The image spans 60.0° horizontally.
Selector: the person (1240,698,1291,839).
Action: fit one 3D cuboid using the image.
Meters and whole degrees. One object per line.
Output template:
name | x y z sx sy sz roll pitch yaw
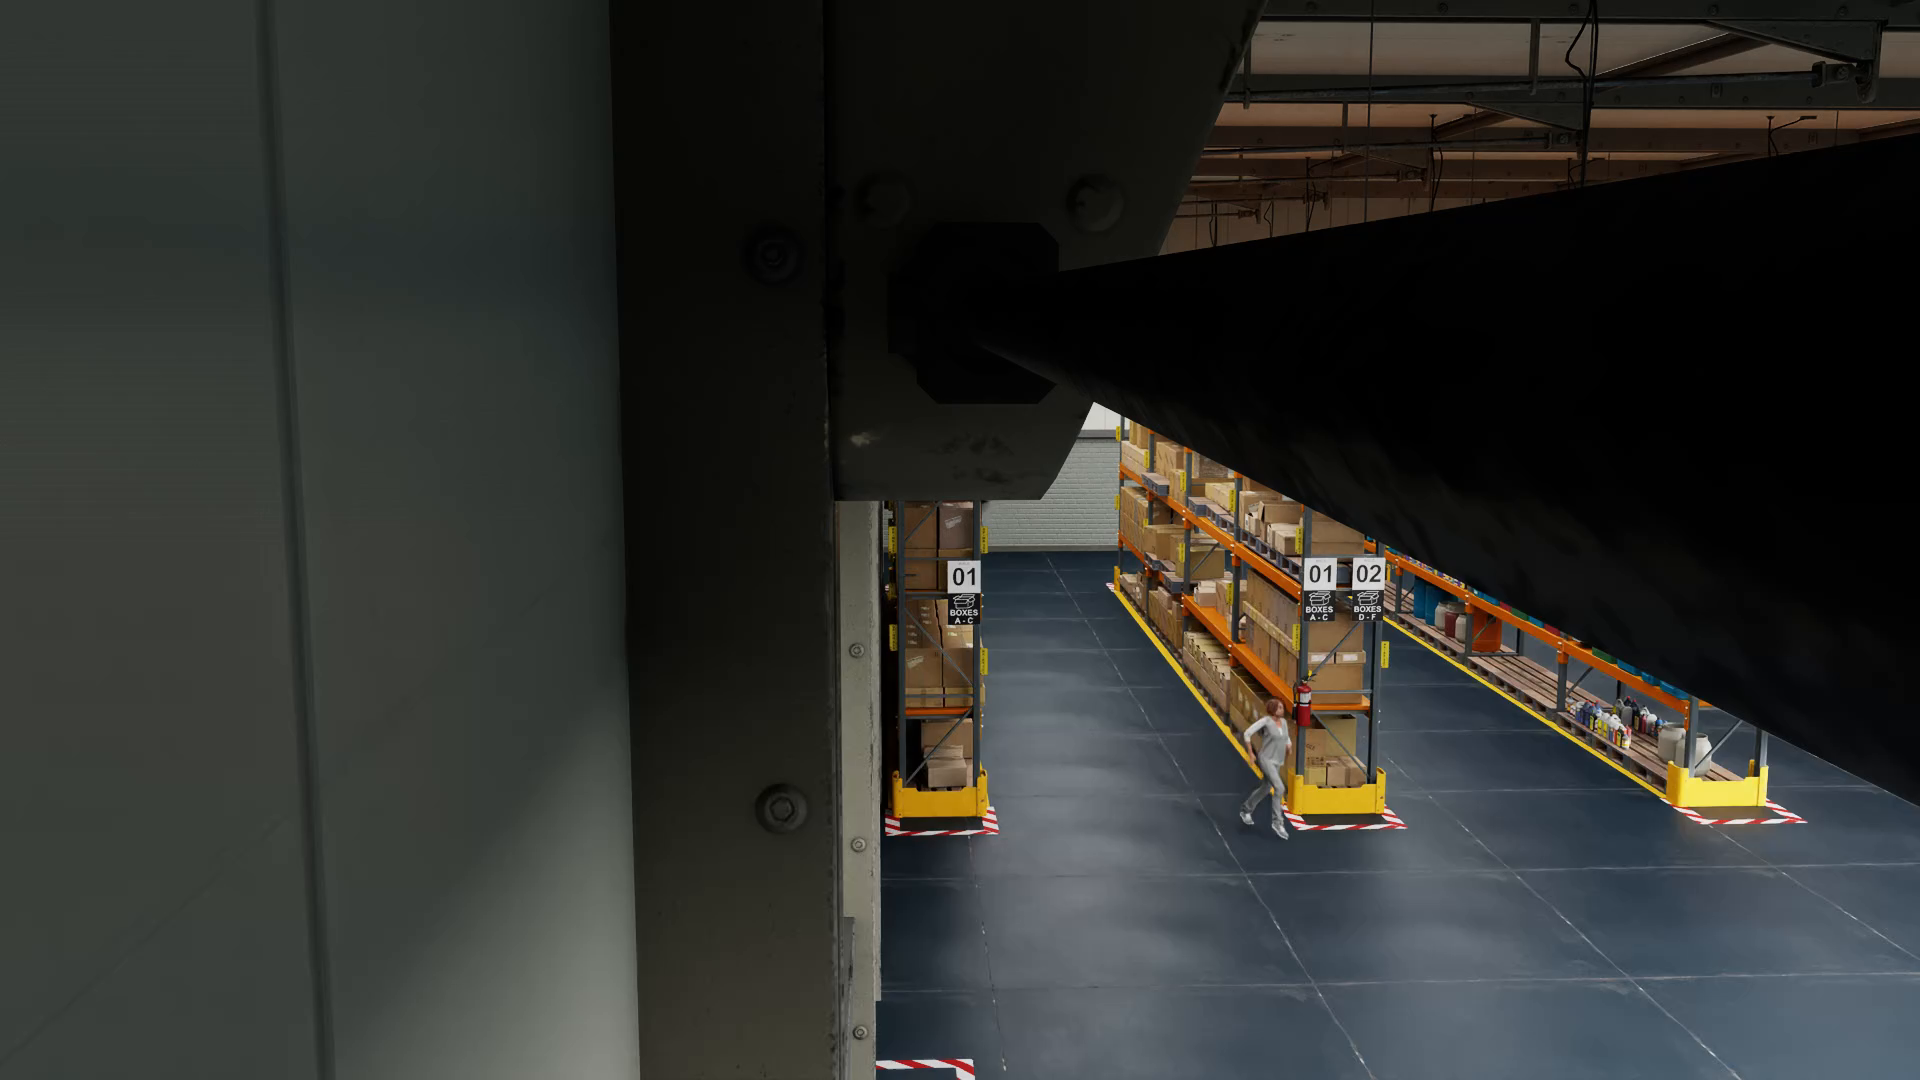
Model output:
person | 3.747 2.737 19.910 0.539 1.489 0.764 -7 11 -40
